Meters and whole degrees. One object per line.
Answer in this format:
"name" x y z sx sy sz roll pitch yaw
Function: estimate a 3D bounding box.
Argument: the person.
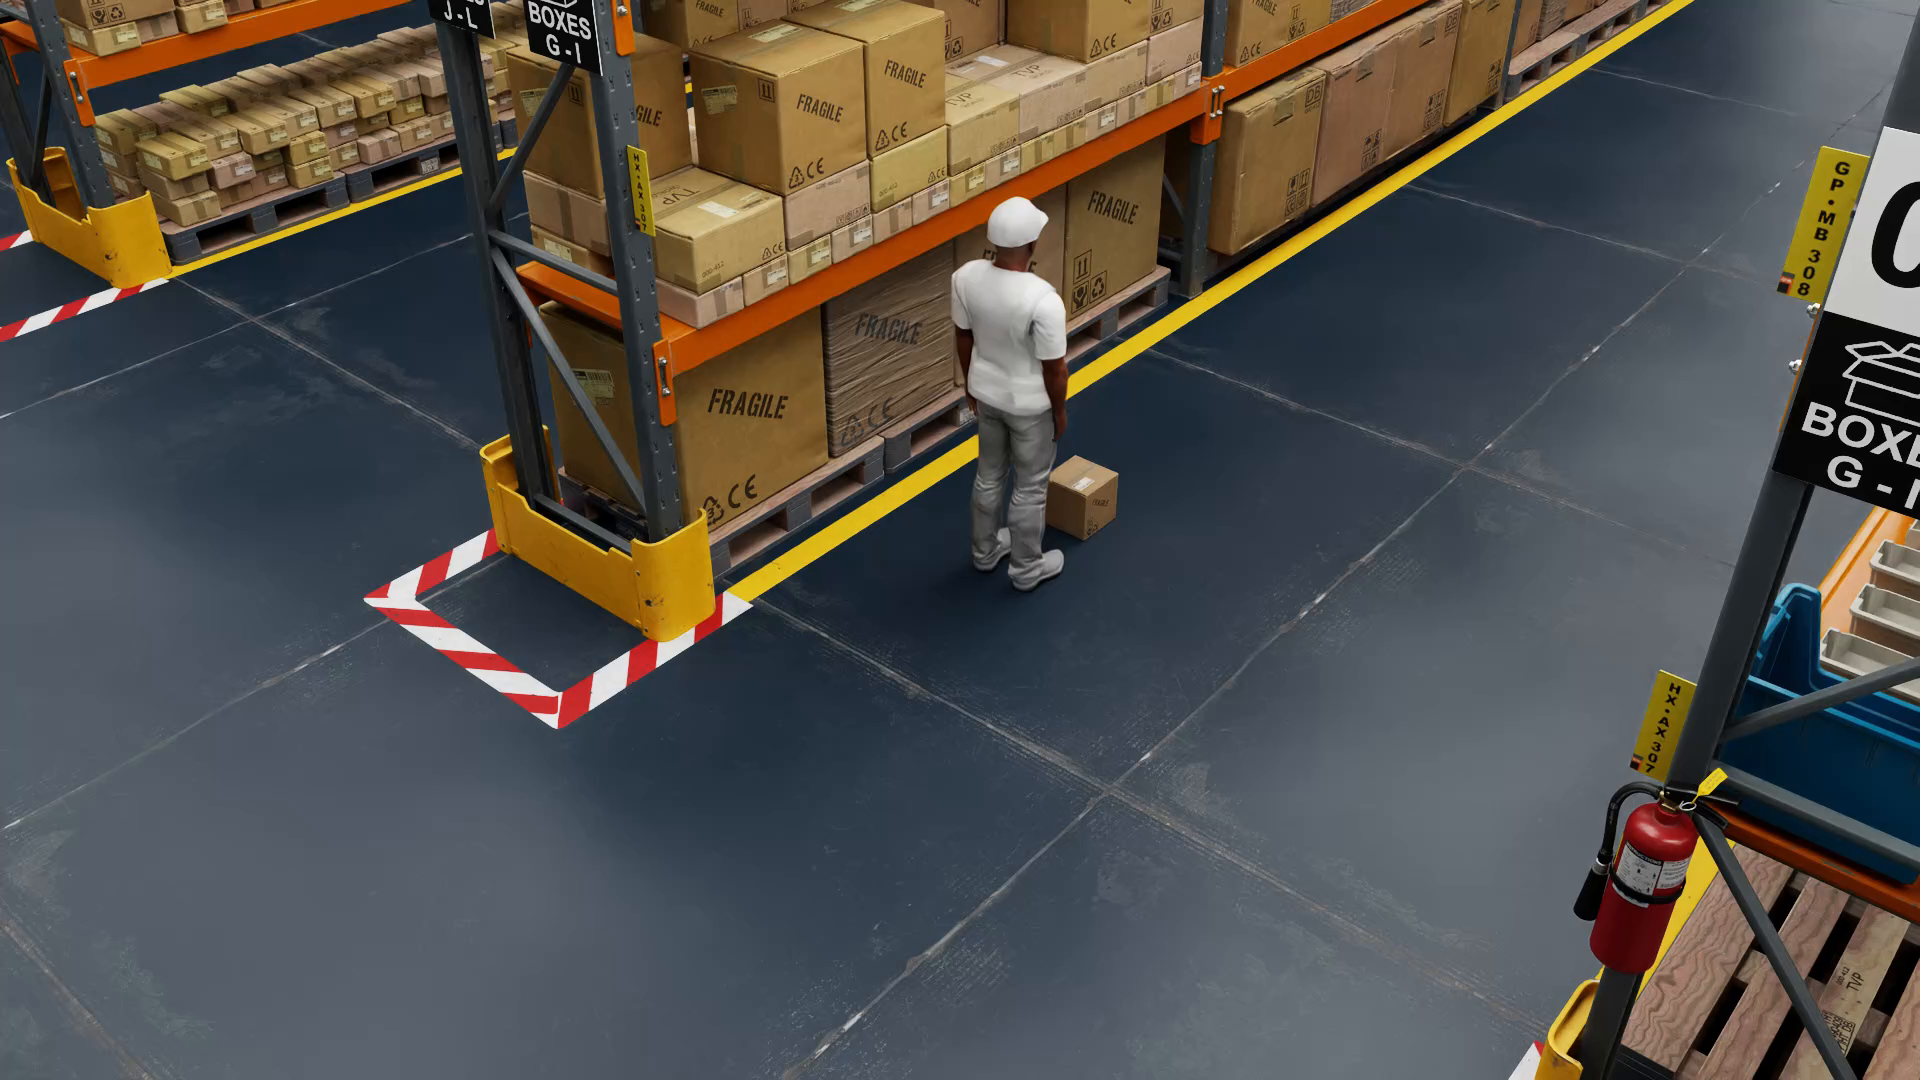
"person" 0.230 -0.611 6.986 0.563 1.768 0.363 27 43 33
